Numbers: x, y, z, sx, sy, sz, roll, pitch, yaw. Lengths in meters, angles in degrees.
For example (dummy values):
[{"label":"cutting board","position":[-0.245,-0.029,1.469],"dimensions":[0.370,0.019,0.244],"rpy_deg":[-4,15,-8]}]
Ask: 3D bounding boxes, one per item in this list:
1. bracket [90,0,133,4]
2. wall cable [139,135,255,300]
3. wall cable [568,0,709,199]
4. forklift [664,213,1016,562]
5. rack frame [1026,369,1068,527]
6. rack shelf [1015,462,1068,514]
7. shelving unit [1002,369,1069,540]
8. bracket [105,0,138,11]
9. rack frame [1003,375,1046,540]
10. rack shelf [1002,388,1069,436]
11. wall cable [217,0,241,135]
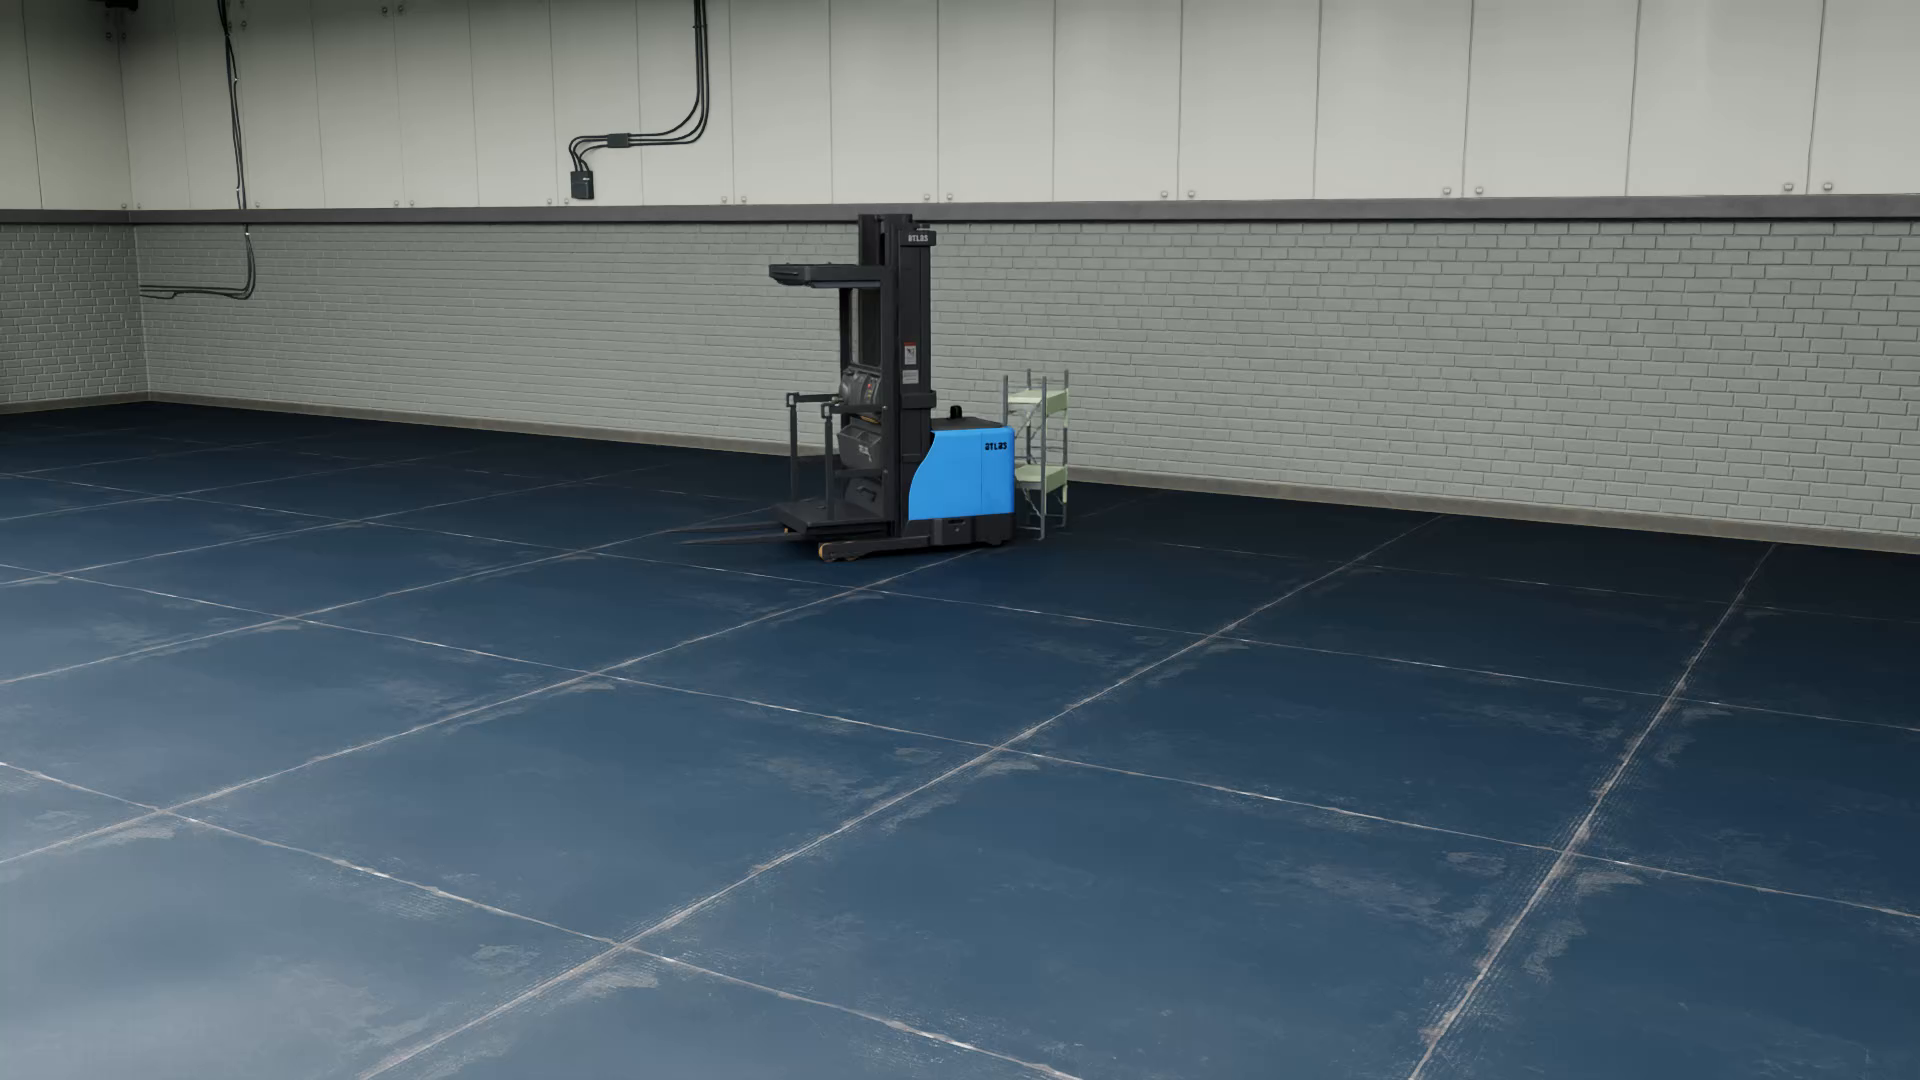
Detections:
[{"label":"bracket","position":[-13.455,-8.341,25.565],"dimensions":[0.076,0.066,3.189],"rpy_deg":[6,12,31]},{"label":"wall cable","position":[-12.238,-5.071,26.320],"dimensions":[3.097,2.526,0.112],"rpy_deg":[6,12,31]},{"label":"wall cable","position":[-4.132,-7.359,20.863],"dimensions":[2.305,6.003,0.169],"rpy_deg":[6,12,31]},{"label":"forklift","position":[-1.062,-1.361,14.554],"dimensions":[3.031,2.935,1.130],"rpy_deg":[-5,12,-23]},{"label":"rack frame","position":[0.828,-0.876,15.853],"dimensions":[0.400,1.500,0.023],"rpy_deg":[4,11,19]},{"label":"rack shelf","position":[0.707,-0.492,15.574],"dimensions":[0.431,0.370,0.720],"rpy_deg":[4,11,19]},{"label":"shelving unit","position":[0.707,-0.812,15.514],"dimensions":[0.431,1.500,0.755],"rpy_deg":[4,11,19]},{"label":"bracket","position":[-13.148,-8.433,26.061],"dimensions":[0.235,0.232,0.430],"rpy_deg":[6,12,31]},{"label":"rack frame","position":[0.586,-0.749,15.174],"dimensions":[0.400,1.500,0.023],"rpy_deg":[4,11,19]},{"label":"rack shelf","position":[0.707,-1.196,15.442],"dimensions":[0.431,0.370,0.720],"rpy_deg":[4,11,19]},{"label":"wall cable","position":[-9.926,-7.295,24.474],"dimensions":[3.097,2.526,0.112],"rpy_deg":[6,12,31]}]
